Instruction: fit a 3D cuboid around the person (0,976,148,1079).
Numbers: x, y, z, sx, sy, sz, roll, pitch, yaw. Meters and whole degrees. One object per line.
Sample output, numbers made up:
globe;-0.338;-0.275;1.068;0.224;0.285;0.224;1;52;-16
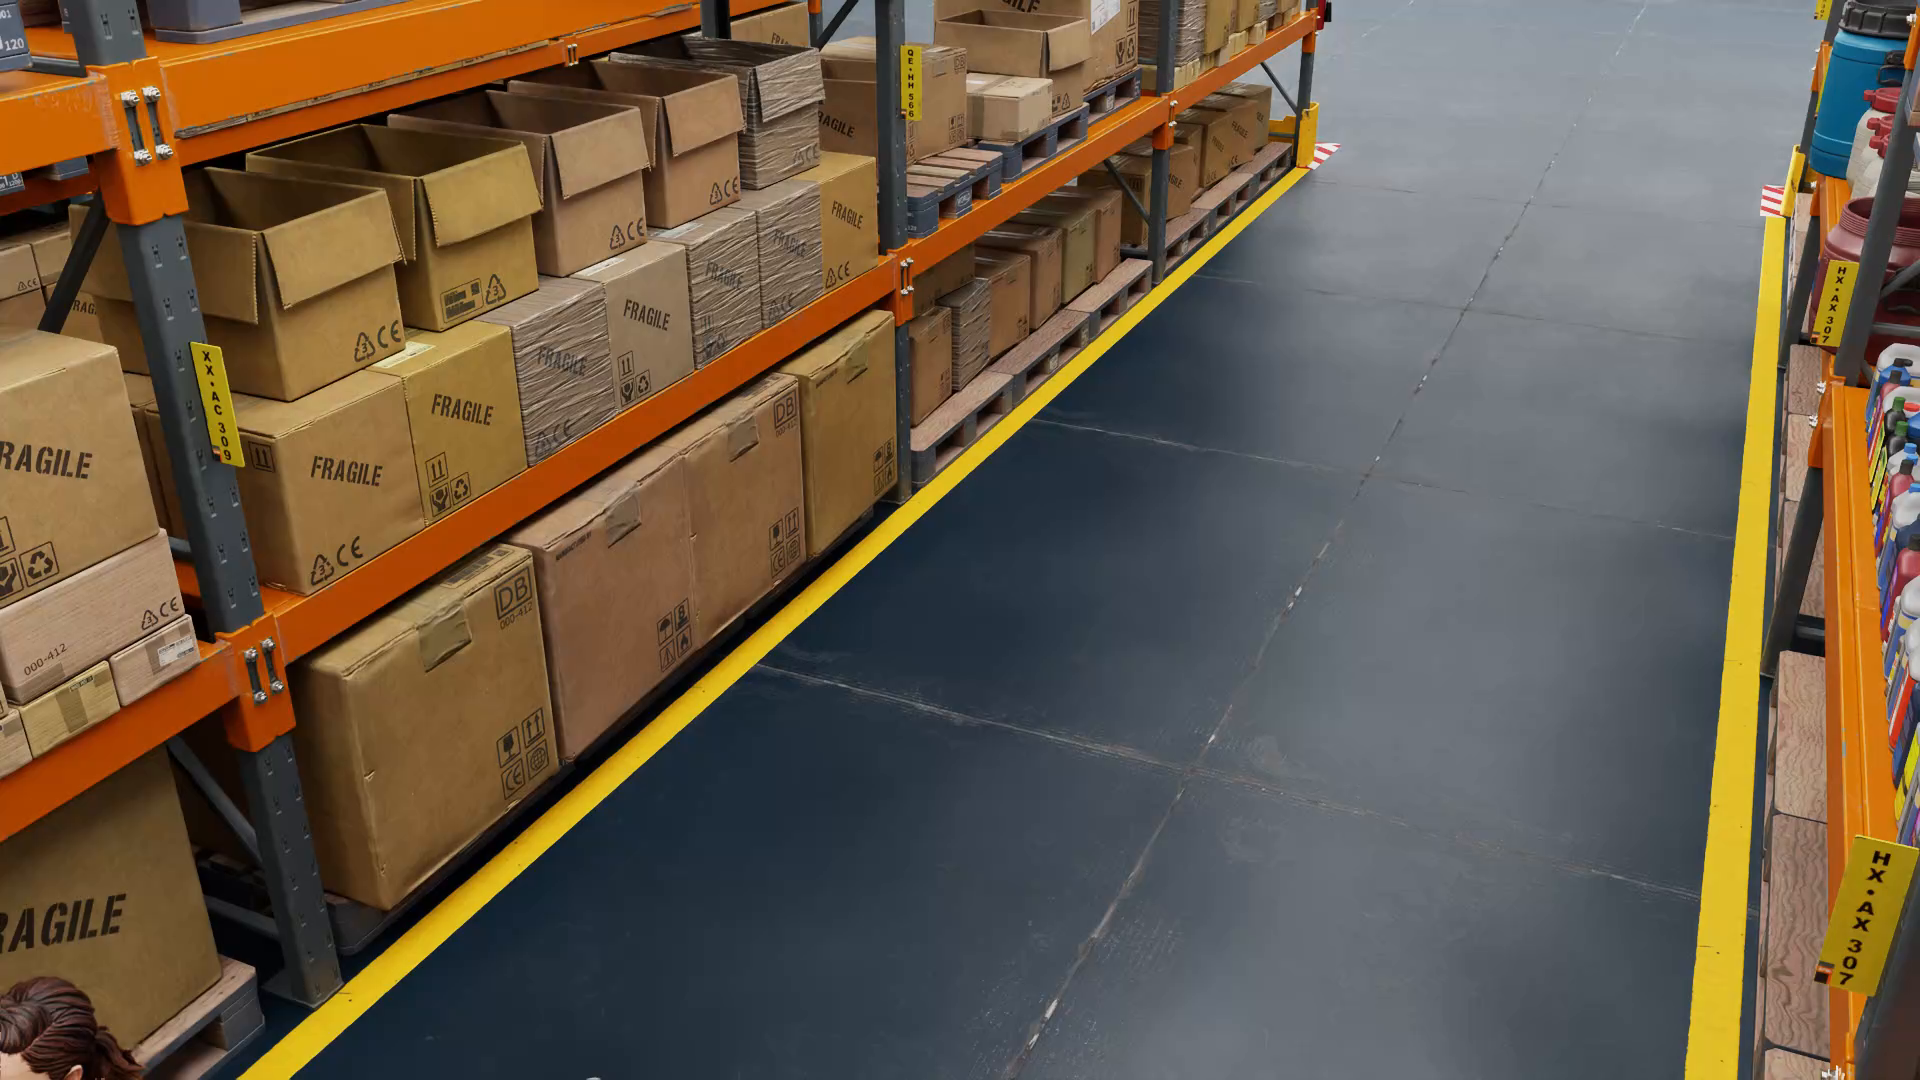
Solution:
person;-1.558;1.496;3.047;0.501;1.646;0.469;13;29;24
